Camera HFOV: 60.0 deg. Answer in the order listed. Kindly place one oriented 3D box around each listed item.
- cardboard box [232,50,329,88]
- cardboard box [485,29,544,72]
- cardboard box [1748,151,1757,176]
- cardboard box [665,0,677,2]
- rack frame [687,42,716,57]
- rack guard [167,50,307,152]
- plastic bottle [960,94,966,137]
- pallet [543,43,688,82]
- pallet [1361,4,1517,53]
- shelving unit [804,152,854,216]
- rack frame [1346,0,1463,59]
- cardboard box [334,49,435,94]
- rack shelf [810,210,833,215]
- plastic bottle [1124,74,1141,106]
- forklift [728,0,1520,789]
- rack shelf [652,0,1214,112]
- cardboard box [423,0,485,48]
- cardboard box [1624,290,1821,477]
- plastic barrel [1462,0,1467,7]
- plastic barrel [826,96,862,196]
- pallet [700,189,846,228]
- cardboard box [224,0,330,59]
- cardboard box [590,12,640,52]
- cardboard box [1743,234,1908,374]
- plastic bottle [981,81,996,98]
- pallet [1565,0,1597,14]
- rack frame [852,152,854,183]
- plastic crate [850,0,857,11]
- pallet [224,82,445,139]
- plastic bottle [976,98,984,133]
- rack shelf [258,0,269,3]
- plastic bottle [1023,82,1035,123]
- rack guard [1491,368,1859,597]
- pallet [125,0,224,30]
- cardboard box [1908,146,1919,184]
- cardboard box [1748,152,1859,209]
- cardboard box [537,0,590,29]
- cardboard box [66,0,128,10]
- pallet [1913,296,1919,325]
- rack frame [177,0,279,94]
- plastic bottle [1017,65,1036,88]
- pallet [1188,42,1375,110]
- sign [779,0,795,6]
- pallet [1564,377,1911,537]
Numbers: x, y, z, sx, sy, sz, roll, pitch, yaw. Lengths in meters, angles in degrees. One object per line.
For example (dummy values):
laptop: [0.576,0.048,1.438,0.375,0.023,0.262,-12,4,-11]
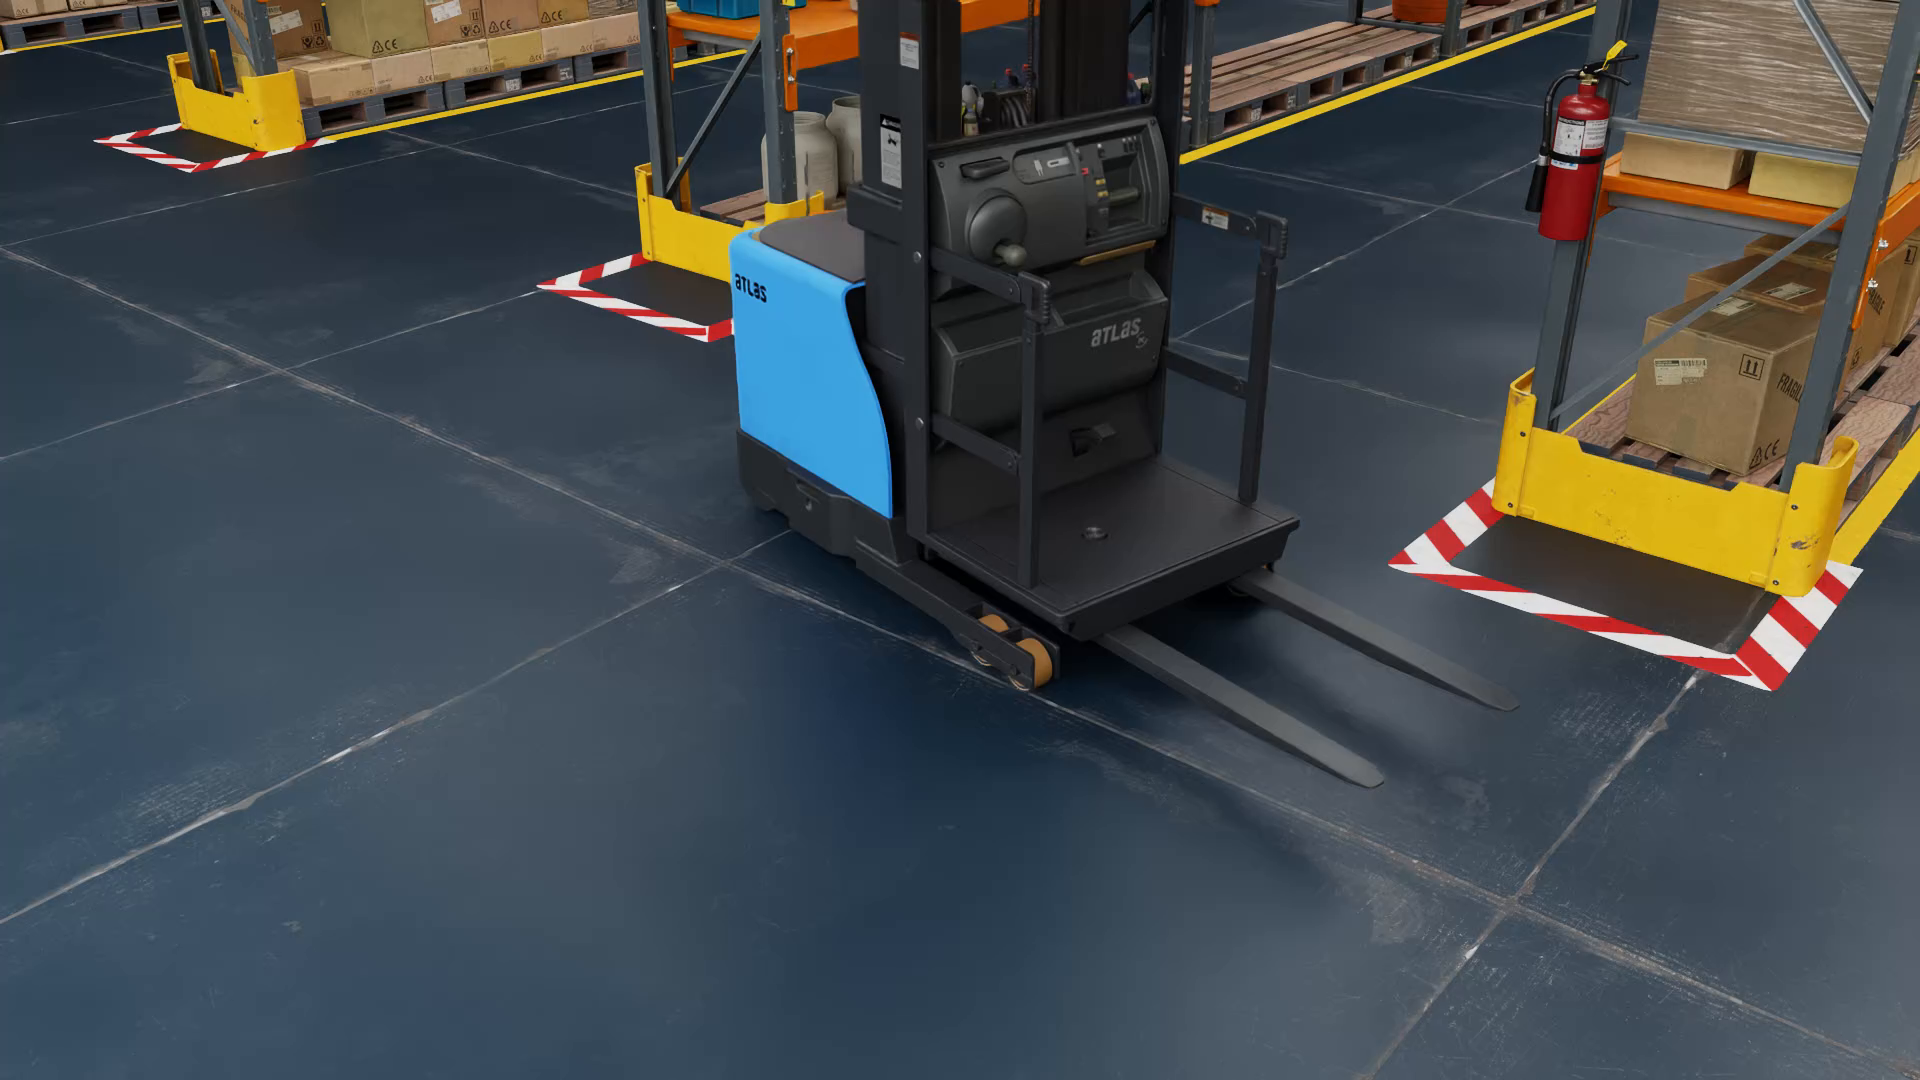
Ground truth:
cardboard box: [-4.963,-3.461,12.212,0.500,0.250,0.500,21,34,34]
cardboard box: [-3.608,-3.841,12.946,0.500,0.250,0.500,21,34,34]
cardboard box: [2.747,-1.461,6.084,0.380,0.149,0.250,21,34,34]
cardboard box: [-2.492,-4.835,14.867,0.500,0.250,0.500,20,34,34]
rack frame: [-2.532,-5.638,13.884,1.000,3.000,0.127,21,34,34]
rack guard: [-5.092,-3.101,11.700,1.175,0.500,0.348,21,34,34]
plastic bottle: [-0.055,-2.759,10.723,0.144,0.351,0.185,22,35,36]
pallet: [-3.070,-4.130,14.003,1.003,0.211,1.213,21,34,34]
pallet: [4.301,-4.660,15.029,1.003,0.211,1.213,21,34,34]
shelving unit: [-0.512,-0.957,6.792,0.189,1.200,0.258,-1,27,-3]
rack frame: [3.832,-5.607,13.824,1.000,3.000,0.127,21,34,34]
cardboard box: [-4.249,-3.488,12.264,0.500,0.250,0.500,21,34,34]
rack shelf: [-0.512,-1.239,6.650,0.180,0.103,0.258,-1,27,-3]
plastic bottle: [1.100,-2.895,10.986,0.144,0.351,0.185,20,33,33]
forklift: [0.438,-1.078,5.144,1.130,2.935,3.031,-20,33,-33]
rack shelf: [0.015,-3.160,9.877,1.077,0.370,4.000,21,34,34]
cardboard box: [-3.939,-4.002,12.441,0.500,0.500,0.500,21,34,34]
cardboard box: [2.975,-0.616,6.439,0.500,0.500,0.500,-21,34,-35]
plastic barrel: [4.420,-5.093,15.082,0.421,0.512,0.421,0,27,0]
plastic barrel: [-0.578,-2.286,9.654,0.421,0.512,0.421,0,27,0]
pallet: [-0.724,-1.859,9.614,1.003,0.211,1.213,21,34,34]
cardboard box: [-4.965,-3.795,12.041,0.500,0.500,0.500,21,34,34]
cardboard box: [-2.984,-4.200,13.640,0.500,0.250,0.500,21,34,34]
cardboard box: [3.742,-1.054,7.287,0.500,0.500,0.500,25,36,39]
plastic bottle: [0.197,-2.900,11.068,0.061,0.283,0.133,23,35,37]
pallet: [5.853,-5.525,16.701,1.003,0.211,1.213,21,34,34]
rack frame: [-0.421,-0.960,6.797,0.006,1.200,0.240,-1,27,-3]
plastic crate: [-0.439,-2.877,8.833,0.298,0.136,0.250,21,34,34]
pallet: [-4.622,-3.265,12.331,1.003,0.211,1.213,21,34,34]
plastic bottle: [0.194,-2.758,10.801,0.152,0.276,0.135,21,34,34]
rack shelf: [-3.804,-4.609,12.678,1.077,0.370,4.000,21,34,34]
plastic bottle: [0.455,-2.921,11.122,0.097,0.271,0.097,0,27,0]
rack guard: [2.613,-0.240,6.169,1.175,0.500,0.348,21,34,34]
pallet: [-7.533,-5.163,16.000,1.003,0.211,1.213,21,34,34]
cardboard box: [3.275,-1.410,5.985,0.380,0.149,0.250,21,34,34]
cardboard box: [2.930,-1.243,5.661,0.380,0.149,0.250,21,34,34]
cardboard box: [-3.301,-4.356,13.124,0.500,0.500,0.500,21,34,34]
cardboard box: [-8.029,-5.088,15.269,0.500,0.311,0.500,24,36,38]
pallet: [4.709,-1.254,8.445,1.003,0.211,1.213,21,34,34]
rack frame: [-5.077,-4.220,11.142,1.000,3.000,0.127,21,34,34]
plastic bottle: [0.454,-3.043,11.271,0.144,0.351,0.185,22,34,36]
pallet: [2.533,-3.675,13.123,1.003,0.211,1.213,21,34,34]
sign: [-0.835,-2.731,7.964,0.100,0.325,0.005,21,34,34]
pallet: [3.157,-0.389,6.773,1.003,0.211,1.213,21,34,34]
